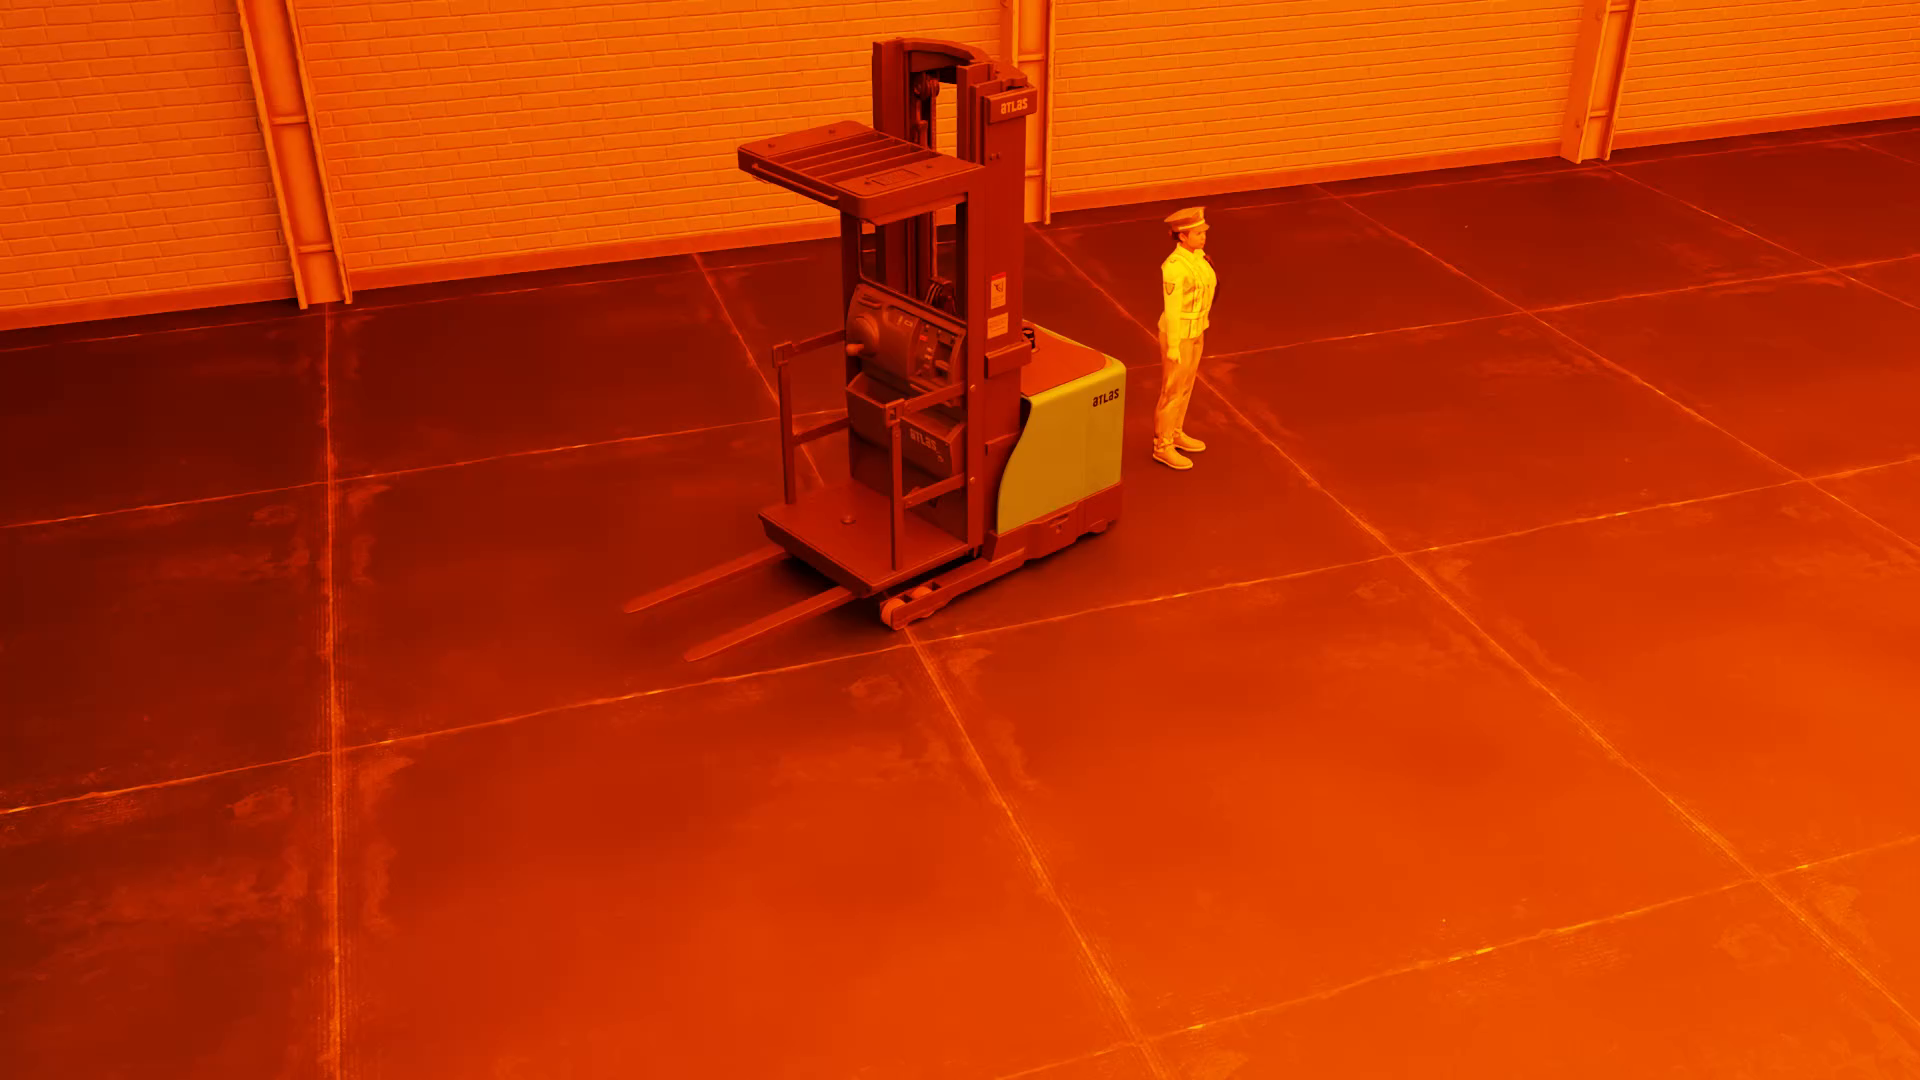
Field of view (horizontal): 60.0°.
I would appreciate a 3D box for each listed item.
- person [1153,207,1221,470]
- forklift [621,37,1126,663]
[{"bbox_3d":[1.432,-1.311,10.613,0.344,1.693,0.462,13,32,22],"label":"person"},{"bbox_3d":[-0.461,-1.072,8.951,3.031,2.935,1.130,-23,37,-34],"label":"forklift"}]
